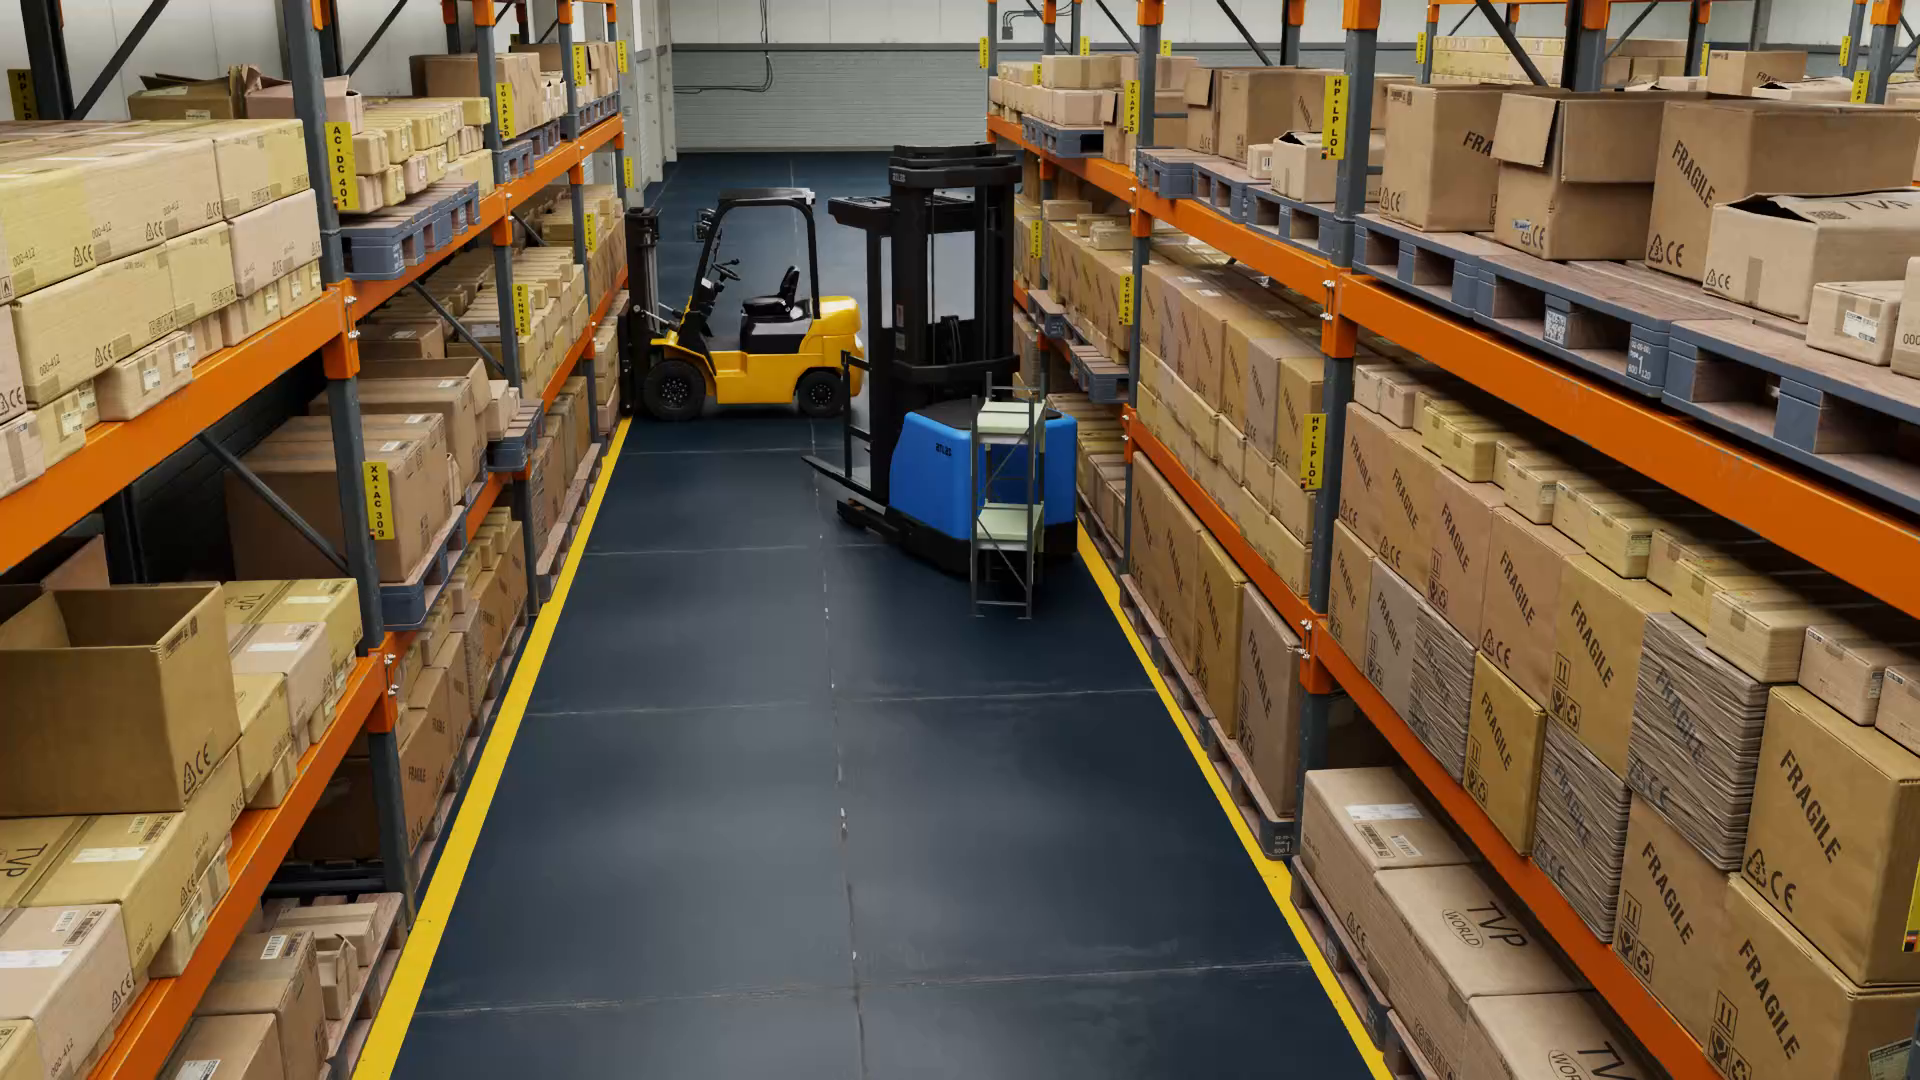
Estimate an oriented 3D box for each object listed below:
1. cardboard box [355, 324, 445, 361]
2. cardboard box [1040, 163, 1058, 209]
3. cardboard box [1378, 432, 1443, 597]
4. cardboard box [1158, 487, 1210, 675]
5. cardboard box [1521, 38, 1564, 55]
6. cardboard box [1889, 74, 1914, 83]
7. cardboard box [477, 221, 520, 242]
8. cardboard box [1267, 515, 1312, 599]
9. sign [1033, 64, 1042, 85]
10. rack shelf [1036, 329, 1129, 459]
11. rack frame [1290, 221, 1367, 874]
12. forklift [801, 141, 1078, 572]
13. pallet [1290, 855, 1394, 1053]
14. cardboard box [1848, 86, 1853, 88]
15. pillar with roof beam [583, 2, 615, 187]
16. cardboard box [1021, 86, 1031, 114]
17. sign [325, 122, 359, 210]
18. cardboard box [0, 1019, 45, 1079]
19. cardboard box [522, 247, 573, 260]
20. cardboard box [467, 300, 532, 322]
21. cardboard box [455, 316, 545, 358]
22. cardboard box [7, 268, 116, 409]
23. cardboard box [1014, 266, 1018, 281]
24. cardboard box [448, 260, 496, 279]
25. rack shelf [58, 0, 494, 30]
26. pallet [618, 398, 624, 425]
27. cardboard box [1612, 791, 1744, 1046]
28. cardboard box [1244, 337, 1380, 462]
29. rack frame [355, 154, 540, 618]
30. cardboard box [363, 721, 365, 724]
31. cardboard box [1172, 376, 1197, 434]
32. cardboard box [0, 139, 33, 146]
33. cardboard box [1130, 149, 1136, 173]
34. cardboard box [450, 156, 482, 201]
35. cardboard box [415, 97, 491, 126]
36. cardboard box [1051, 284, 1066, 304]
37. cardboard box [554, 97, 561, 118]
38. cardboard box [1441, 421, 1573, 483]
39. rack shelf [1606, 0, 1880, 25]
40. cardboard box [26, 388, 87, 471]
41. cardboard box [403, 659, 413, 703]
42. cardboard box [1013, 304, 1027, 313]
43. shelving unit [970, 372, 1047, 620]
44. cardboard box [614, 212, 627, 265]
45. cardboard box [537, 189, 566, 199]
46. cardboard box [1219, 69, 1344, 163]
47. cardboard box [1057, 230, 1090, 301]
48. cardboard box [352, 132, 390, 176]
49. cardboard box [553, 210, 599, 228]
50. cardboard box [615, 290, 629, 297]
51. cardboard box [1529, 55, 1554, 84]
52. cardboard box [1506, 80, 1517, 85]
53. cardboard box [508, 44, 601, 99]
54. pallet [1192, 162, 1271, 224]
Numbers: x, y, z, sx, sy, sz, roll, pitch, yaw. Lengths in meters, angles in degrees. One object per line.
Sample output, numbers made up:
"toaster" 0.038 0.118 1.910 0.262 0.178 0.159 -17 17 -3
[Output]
"cardboard box" -3.410 -1.008 10.012 0.500 0.500 0.500 -1 17 -3
"cardboard box" 1.187 -3.524 16.563 0.700 0.500 0.500 -2 18 -6
"cardboard box" 1.896 -0.105 6.169 0.500 0.500 0.500 -2 18 -6
"cardboard box" 1.706 0.215 9.830 0.875 0.875 0.875 -2 17 -5
"cardboard box" 5.670 -4.788 16.133 0.380 0.149 0.250 -2 18 -5
"cardboard box" 10.539 -5.071 18.399 0.380 0.149 0.250 -2 18 -7
"cardboard box" -4.054 -2.695 14.506 0.380 0.149 0.250 -2 18 -6
"cardboard box" 1.745 0.065 7.713 0.500 0.250 0.500 -2 18 -7
"sign" 0.678 -3.923 14.294 0.100 0.325 0.005 -2 18 -6
"rack shelf" 1.423 -1.325 13.091 1.077 0.370 4.000 -2 18 -6
"rack frame" 2.042 0.119 7.289 1.000 3.000 0.127 -2 18 -6
"forklift" -0.315 -1.561 12.756 1.130 2.935 3.031 -10 20 -29
"pallet" 2.042 1.679 6.978 1.003 0.211 1.213 -2 18 -6
"cardboard box" 6.635 -3.235 12.348 0.500 0.250 0.500 -1 17 -4
"pillar with roof beam" -1.913 -9.637 28.349 9.100 9.000 0.400 -2 18 -6
"cardboard box" 0.850 -4.039 15.282 0.500 0.250 0.500 -2 18 -7
"sign" -2.356 -1.423 6.331 0.100 0.325 0.005 -2 18 -6
"cardboard box" -2.261 1.252 3.436 0.500 0.250 0.500 -2 18 -5
"cardboard box" -3.464 -2.372 13.975 0.380 0.149 0.250 -1 17 -4
"cardboard box" -3.128 -1.535 11.307 0.380 0.149 0.250 -1 17 -4
"cardboard box" -3.161 -1.374 11.461 0.500 0.250 0.500 -1 17 -4
"cardboard box" -2.370 -0.480 3.945 0.500 0.250 0.500 -2 18 -7
"cardboard box" 0.713 -2.686 16.644 0.380 0.149 0.250 -2 18 -5
"cardboard box" -3.850 -2.124 13.185 0.380 0.149 0.250 -2 18 -6
"rack shelf" -3.101 -2.650 7.964 1.077 0.370 4.000 -2 18 -6
"pallet" -3.890 -1.382 16.726 1.003 0.211 1.213 -2 18 -6
"cardboard box" 2.105 0.978 4.388 0.500 0.500 0.500 -2 18 -7
"cardboard box" 1.685 -0.685 8.014 0.500 0.500 0.500 -1 17 -5
"rack frame" -3.308 -0.918 10.593 1.000 3.000 0.127 -2 18 -6
"cardboard box" -2.728 0.701 7.328 0.380 0.149 0.250 -2 18 -7
"cardboard box" 1.527 -0.778 9.563 0.500 0.250 0.500 -2 18 -6
"cardboard box" -3.005 -1.005 4.781 0.500 0.250 0.500 -2 18 -6
"cardboard box" 1.354 -2.545 11.187 0.380 0.149 0.250 -2 18 -6
"cardboard box" -2.961 -1.982 9.226 0.500 0.250 0.500 -2 18 -5
"cardboard box" -2.978 -2.516 9.765 0.380 0.149 0.250 -1 17 -4
"cardboard box" 0.976 -2.096 14.063 0.380 0.149 0.250 -1 17 -5
"cardboard box" -3.305 -3.351 12.886 0.380 0.149 0.250 -2 18 -6
"cardboard box" 1.890 -0.306 5.725 0.380 0.149 0.250 -2 18 -7
"rack shelf" 6.336 -4.180 12.835 1.077 0.370 4.000 -2 18 -6
"cardboard box" -2.304 -0.257 3.901 0.380 0.149 0.250 -2 18 -6
"cardboard box" -2.811 0.685 7.876 0.380 0.149 0.250 -3 18 -9
"cardboard box" 0.717 -2.141 17.126 0.500 0.500 0.500 -1 17 -5
"shelving unit" 0.327 -0.307 11.152 0.431 1.500 0.755 2 18 8
"cardboard box" -3.821 -3.211 17.729 0.500 0.500 0.500 -2 18 -7
"cardboard box" -4.276 -3.537 17.188 0.380 0.149 0.250 -1 17 -5
"cardboard box" 1.920 -2.463 9.637 0.700 0.500 0.500 -3 18 -8
"cardboard box" 1.069 -2.209 13.340 0.500 0.500 0.500 -2 18 -6
"cardboard box" -2.490 -1.530 6.590 0.380 0.149 0.250 -1 17 -4
"cardboard box" -3.534 -2.944 15.299 0.380 0.149 0.250 -1 17 -4
"cardboard box" -3.775 -2.539 17.978 0.500 0.250 0.500 -1 17 -4
"cardboard box" 5.772 -4.486 15.837 0.500 0.250 0.500 -2 18 -6
"cardboard box" 5.641 -4.485 16.498 0.380 0.149 0.250 -2 18 -6
"cardboard box" -3.816 -4.422 15.706 0.797 0.503 0.637 -1 17 -4
"pallet" 1.867 -1.890 8.998 1.003 0.211 1.213 -1 17 -3
